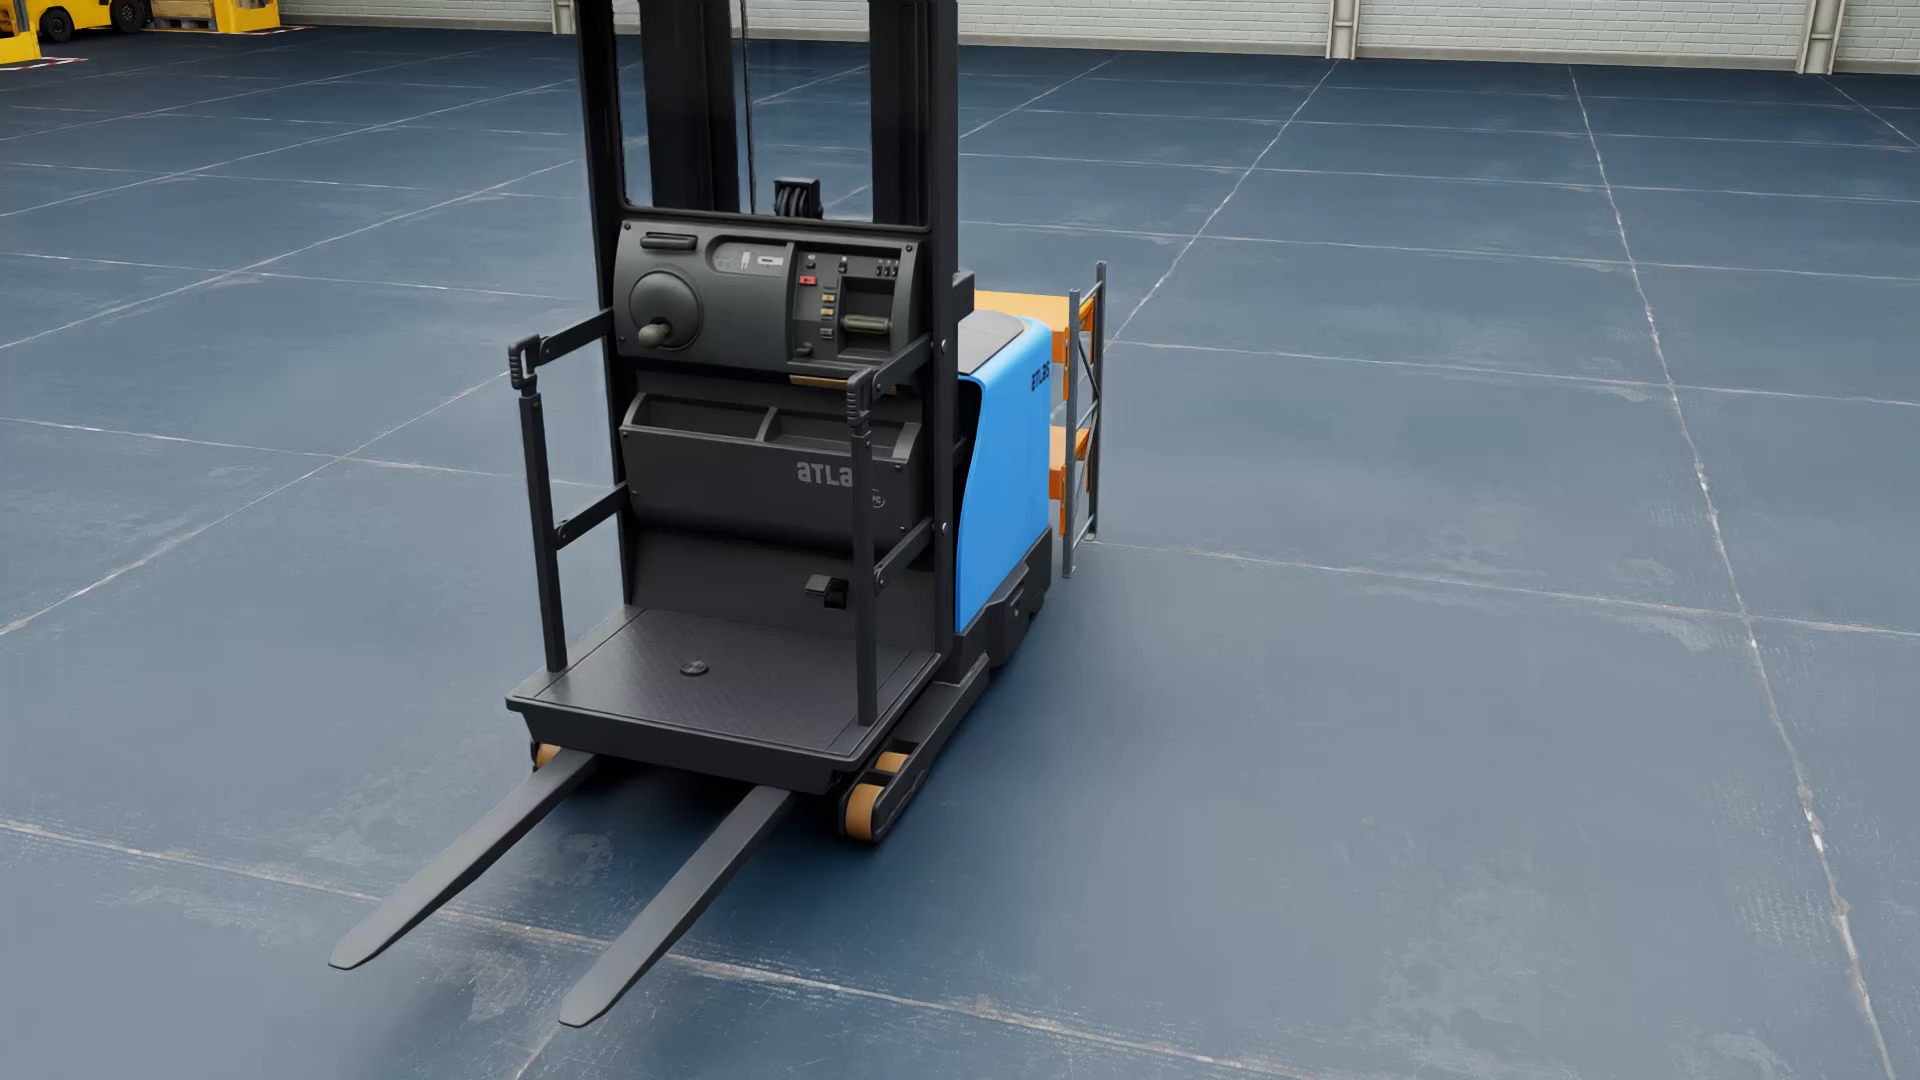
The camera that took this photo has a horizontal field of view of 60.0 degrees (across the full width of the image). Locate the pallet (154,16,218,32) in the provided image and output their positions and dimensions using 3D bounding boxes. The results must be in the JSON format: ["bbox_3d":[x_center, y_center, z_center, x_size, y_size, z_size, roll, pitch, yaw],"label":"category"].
[{"bbox_3d":[-12.274,-8.444,27.077,1.213,0.211,1.003,7,23,16],"label":"pallet"}]

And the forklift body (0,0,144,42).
[{"bbox_3d":[-13.872,-8.818,25.432,1.214,2.155,2.313,7,23,16],"label":"forklift body"}]

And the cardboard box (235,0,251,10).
[{"bbox_3d":[-11.944,-8.712,27.127,0.500,0.250,0.500,7,23,16],"label":"cardboard box"}]

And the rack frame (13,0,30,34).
[{"bbox_3d":[-12.960,-7.862,21.983,0.127,3.000,1.000,7,23,16],"label":"rack frame"}]

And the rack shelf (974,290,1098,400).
[{"bbox_3d":[-0.006,-0.792,6.447,1.000,0.278,0.538,7,23,16],"label":"rack shelf"}]

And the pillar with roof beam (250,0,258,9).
[{"bbox_3d":[-13.180,-11.281,22.413,0.400,9.000,9.100,7,23,16],"label":"pillar with roof beam"}]

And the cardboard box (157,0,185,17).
[{"bbox_3d":[-12.544,-8.582,26.810,0.500,0.250,0.500,7,23,15],"label":"cardboard box"}]

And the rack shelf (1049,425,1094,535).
[{"bbox_3d":[-0.006,-0.295,6.651,1.000,0.278,0.538,7,23,16],"label":"rack shelf"}]

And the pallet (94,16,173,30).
[{"bbox_3d":[-13.438,-8.578,27.405,1.213,0.211,1.003,7,23,15],"label":"pallet"}]

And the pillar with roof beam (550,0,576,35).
[{"bbox_3d":[-7.435,-10.623,20.810,0.400,9.000,9.100,7,23,16],"label":"pillar with roof beam"}]

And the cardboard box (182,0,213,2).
[{"bbox_3d":[-12.086,-8.759,26.581,0.500,0.250,0.500,6,23,15],"label":"cardboard box"}]

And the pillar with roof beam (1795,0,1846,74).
[{"bbox_3d":[9.797,-8.650,15.999,0.400,9.000,9.100,7,23,16],"label":"pillar with roof beam"}]

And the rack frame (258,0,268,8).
[{"bbox_3d":[-11.530,-9.665,26.381,0.127,3.000,1.000,7,23,16],"label":"rack frame"}]

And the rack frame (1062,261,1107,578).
[{"bbox_3d":[0.480,-0.465,6.422,0.032,1.125,0.500,7,23,16],"label":"rack frame"}]

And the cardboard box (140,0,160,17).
[{"bbox_3d":[-13.021,-8.640,26.951,0.500,0.250,0.500,7,23,16],"label":"cardboard box"}]

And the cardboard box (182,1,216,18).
[{"bbox_3d":[-12.071,-8.524,26.668,0.500,0.250,0.500,7,23,16],"label":"cardboard box"}]

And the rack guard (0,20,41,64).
[{"bbox_3d":[-13.033,-6.713,22.478,0.348,0.500,1.175,7,23,16],"label":"rack guard"}]

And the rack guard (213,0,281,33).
[{"bbox_3d":[-11.507,-8.506,26.848,0.348,0.500,1.175,7,23,16],"label":"rack guard"}]

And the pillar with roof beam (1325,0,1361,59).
[{"bbox_3d":[4.053,-9.307,17.603,0.400,9.000,9.100,7,23,16],"label":"pillar with roof beam"}]

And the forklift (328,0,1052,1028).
[{"bbox_3d":[-0.633,-0.677,4.559,1.130,2.935,3.031,8,24,18],"label":"forklift"}]

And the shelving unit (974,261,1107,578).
[{"bbox_3d":[-0.006,-0.521,6.558,1.048,1.125,0.538,7,23,16],"label":"shelving unit"}]
